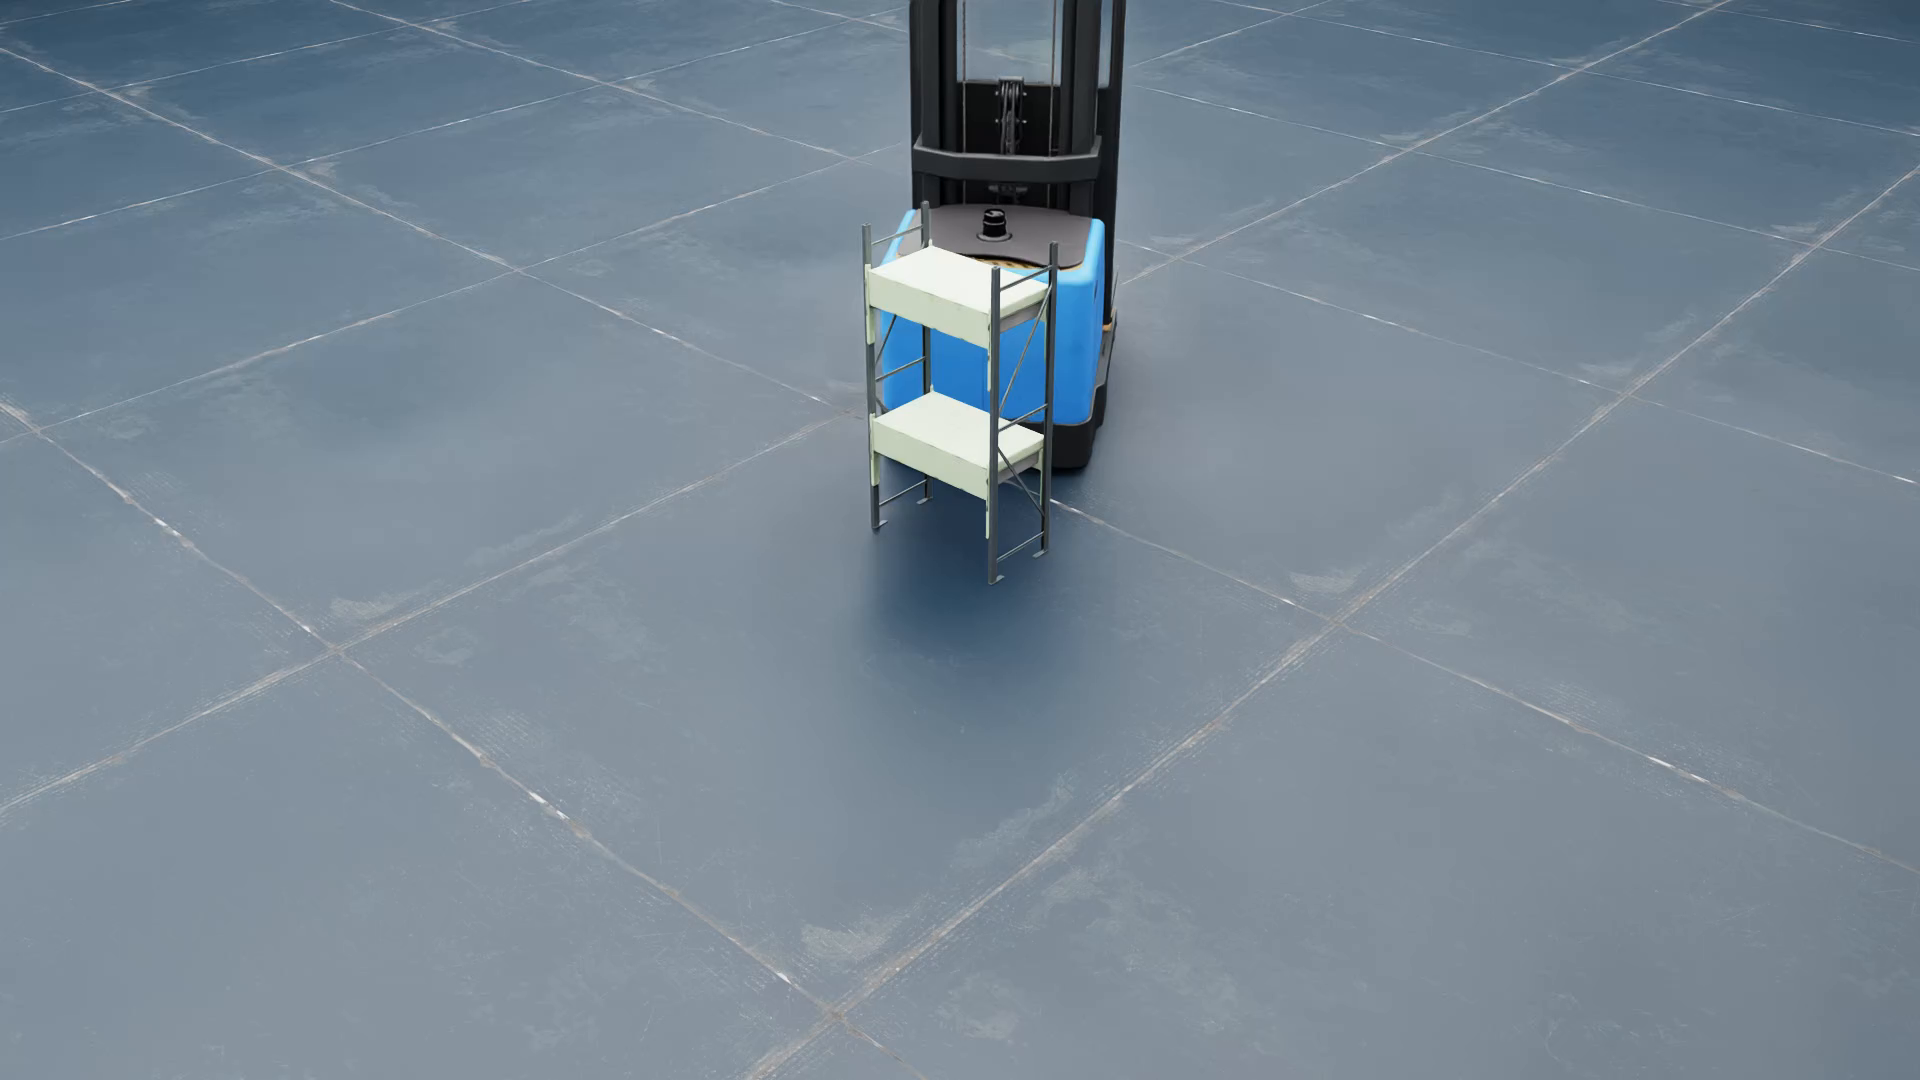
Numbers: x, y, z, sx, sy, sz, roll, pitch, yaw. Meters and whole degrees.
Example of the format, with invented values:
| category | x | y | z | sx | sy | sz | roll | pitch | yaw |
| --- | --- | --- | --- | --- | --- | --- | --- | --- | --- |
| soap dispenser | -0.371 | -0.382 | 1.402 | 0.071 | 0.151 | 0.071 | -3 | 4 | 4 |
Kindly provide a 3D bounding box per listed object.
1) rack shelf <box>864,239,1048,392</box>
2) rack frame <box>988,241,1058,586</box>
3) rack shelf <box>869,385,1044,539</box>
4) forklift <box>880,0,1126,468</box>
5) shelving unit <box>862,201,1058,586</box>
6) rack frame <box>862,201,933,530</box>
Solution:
| category | x | y | z | sx | sy | sz | roll | pitch | yaw |
| --- | --- | --- | --- | --- | --- | --- | --- | --- | --- |
| rack shelf | -0.005 | -0.979 | 7.166 | 0.720 | 0.370 | 0.431 | 25 | 39 | 35 |
| rack frame | 0.266 | -0.518 | 7.157 | 0.023 | 1.500 | 0.400 | 25 | 39 | 35 |
| rack shelf | -0.005 | -0.366 | 7.535 | 0.720 | 0.370 | 0.431 | 25 | 39 | 35 |
| forklift | 0.322 | -2.351 | 8.813 | 1.130 | 2.935 | 3.031 | 4 | 31 | 7 |
| shelving unit | -0.005 | -0.645 | 7.367 | 0.755 | 1.500 | 0.431 | 25 | 39 | 35 |
| rack frame | -0.276 | -0.772 | 7.577 | 0.023 | 1.500 | 0.400 | 25 | 39 | 35 |
